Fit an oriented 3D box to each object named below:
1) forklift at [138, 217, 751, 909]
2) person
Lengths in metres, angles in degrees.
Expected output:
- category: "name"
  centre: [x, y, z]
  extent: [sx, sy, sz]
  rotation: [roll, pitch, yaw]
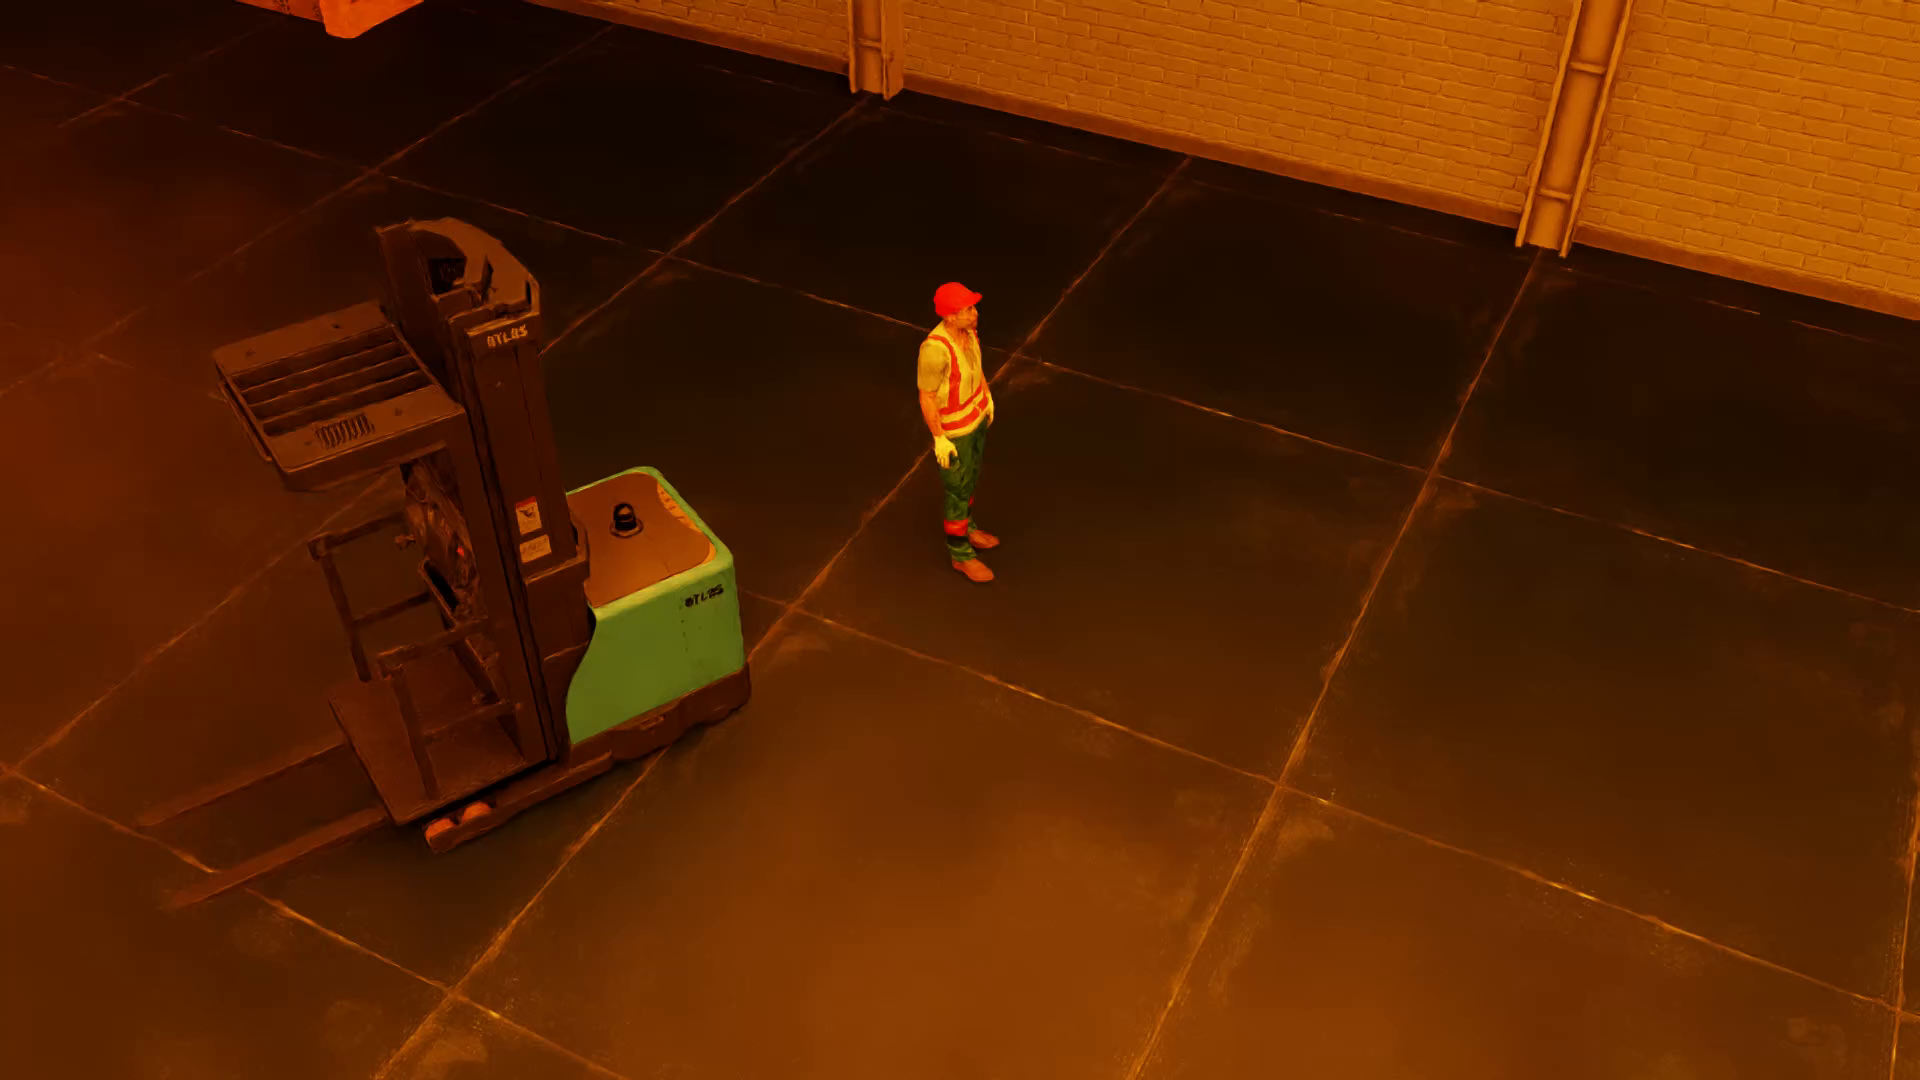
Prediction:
- category: "forklift"
  centre: [-2.653, 0.061, 7.914]
  extent: [3.031, 2.935, 1.130]
  rotation: [-24, 46, -26]
- category: "person"
  centre: [0.066, -0.660, 9.645]
  extent: [0.563, 1.787, 0.637]
  rotation: [18, 43, 21]
